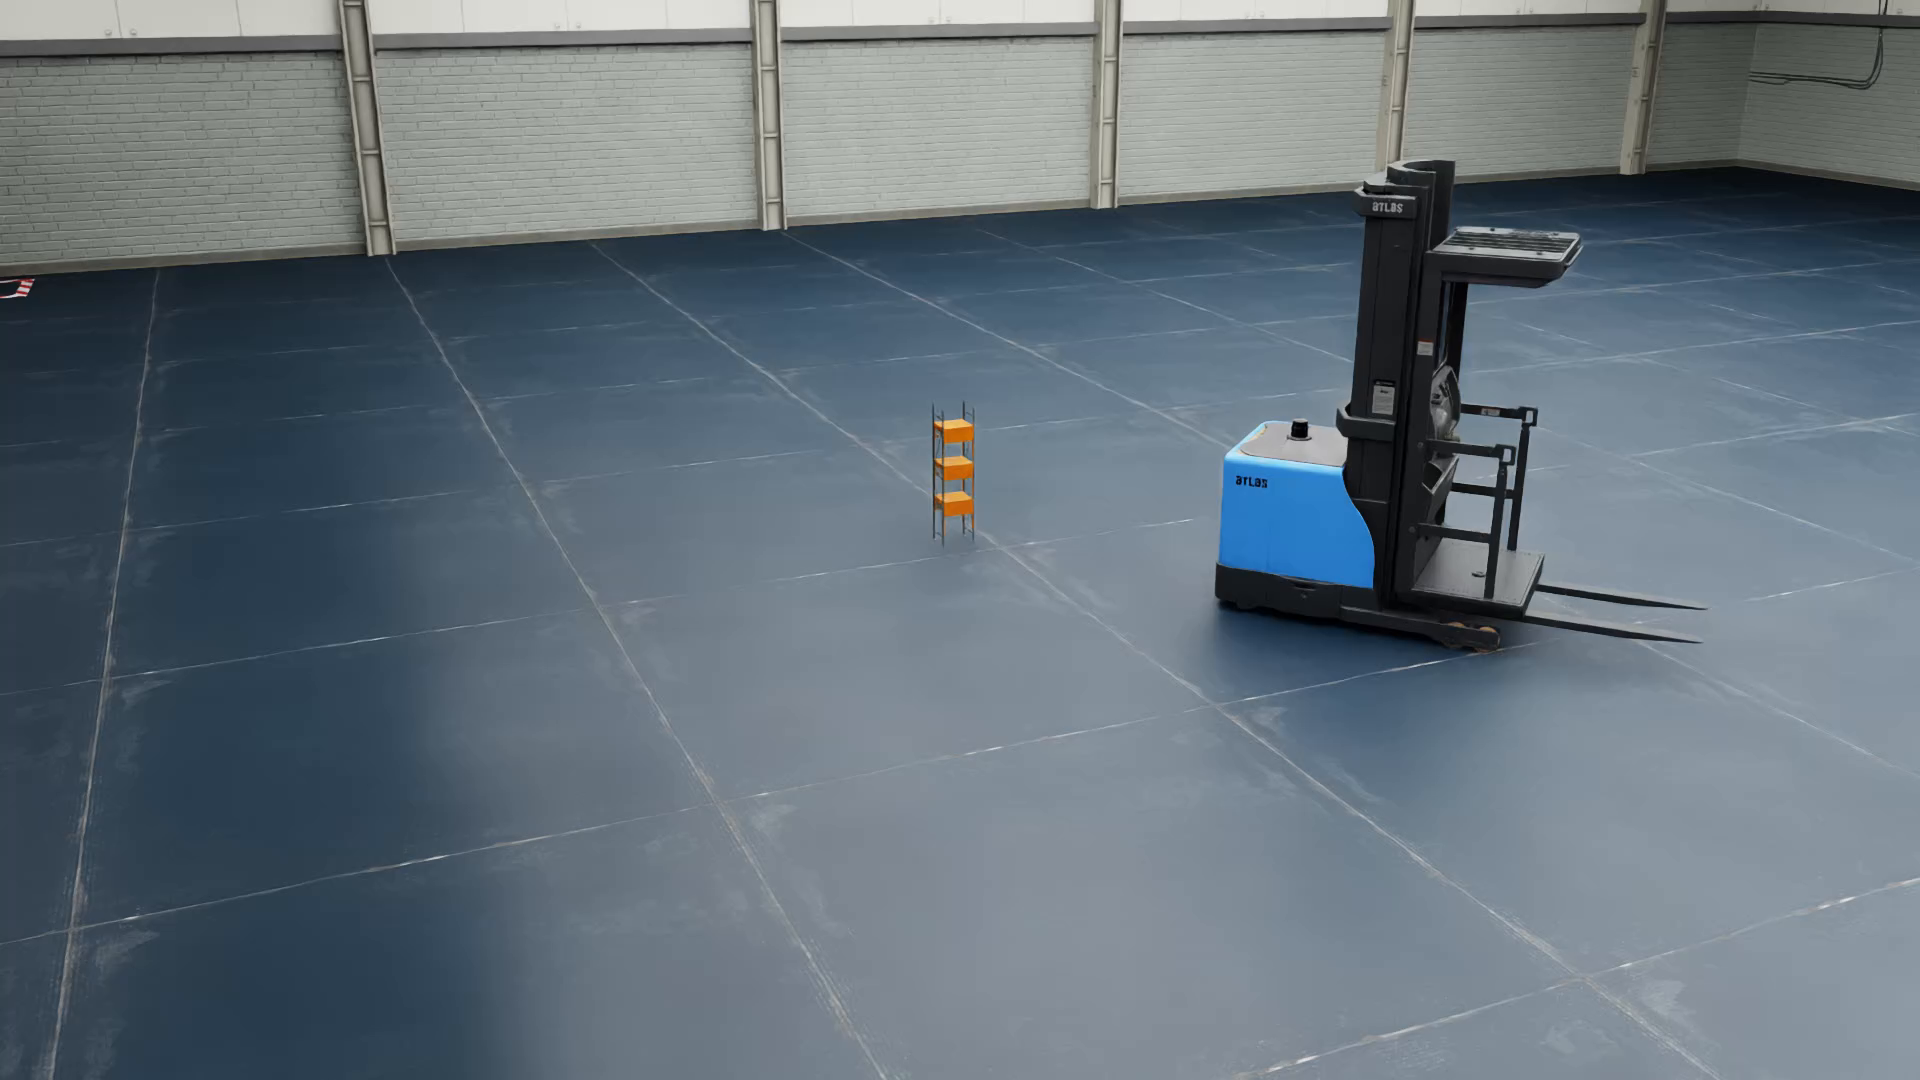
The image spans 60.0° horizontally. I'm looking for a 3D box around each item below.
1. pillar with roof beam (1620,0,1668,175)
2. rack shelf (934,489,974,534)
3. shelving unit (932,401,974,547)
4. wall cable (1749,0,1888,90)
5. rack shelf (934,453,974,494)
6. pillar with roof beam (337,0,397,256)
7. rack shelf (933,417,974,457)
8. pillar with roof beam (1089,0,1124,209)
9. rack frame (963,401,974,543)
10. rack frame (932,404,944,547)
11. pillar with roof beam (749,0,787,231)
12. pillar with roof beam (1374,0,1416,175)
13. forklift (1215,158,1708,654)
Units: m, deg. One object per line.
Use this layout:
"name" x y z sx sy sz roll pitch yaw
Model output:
"pillar with roof beam" 15.221 -10.307 28.244 0.400 9.000 9.100 -8 21 -22
"rack shelf" -0.049 -0.216 12.423 0.240 0.259 0.215 -8 21 -22
"shelving unit" -0.049 -0.488 12.328 0.252 1.050 0.215 -8 21 -22
"wall cable" 16.745 -10.139 32.444 0.112 2.526 3.097 -8 21 -22
"rack shelf" -0.049 -0.478 12.331 0.240 0.259 0.215 -8 21 -22
"pillar with roof beam" -6.815 -7.149 19.277 0.400 9.000 9.100 -8 21 -22
"rack shelf" -0.049 -0.746 12.237 0.240 0.259 0.215 -8 21 -22
"pillar with roof beam" 4.203 -8.728 23.761 0.400 9.000 9.100 -8 21 -22
"rack frame" 0.063 -0.504 12.373 0.008 1.050 0.200 -8 21 -22
"rack frame" -0.161 -0.472 12.282 0.008 1.050 0.200 -8 21 -22
"pillar with roof beam" -1.306 -7.939 21.519 0.400 9.000 9.100 -8 21 -22
"pillar with roof beam" 9.712 -9.517 26.002 0.400 9.000 9.100 -8 21 -22
"forklift" 3.280 -0.866 10.567 3.031 2.935 1.130 9 21 24
